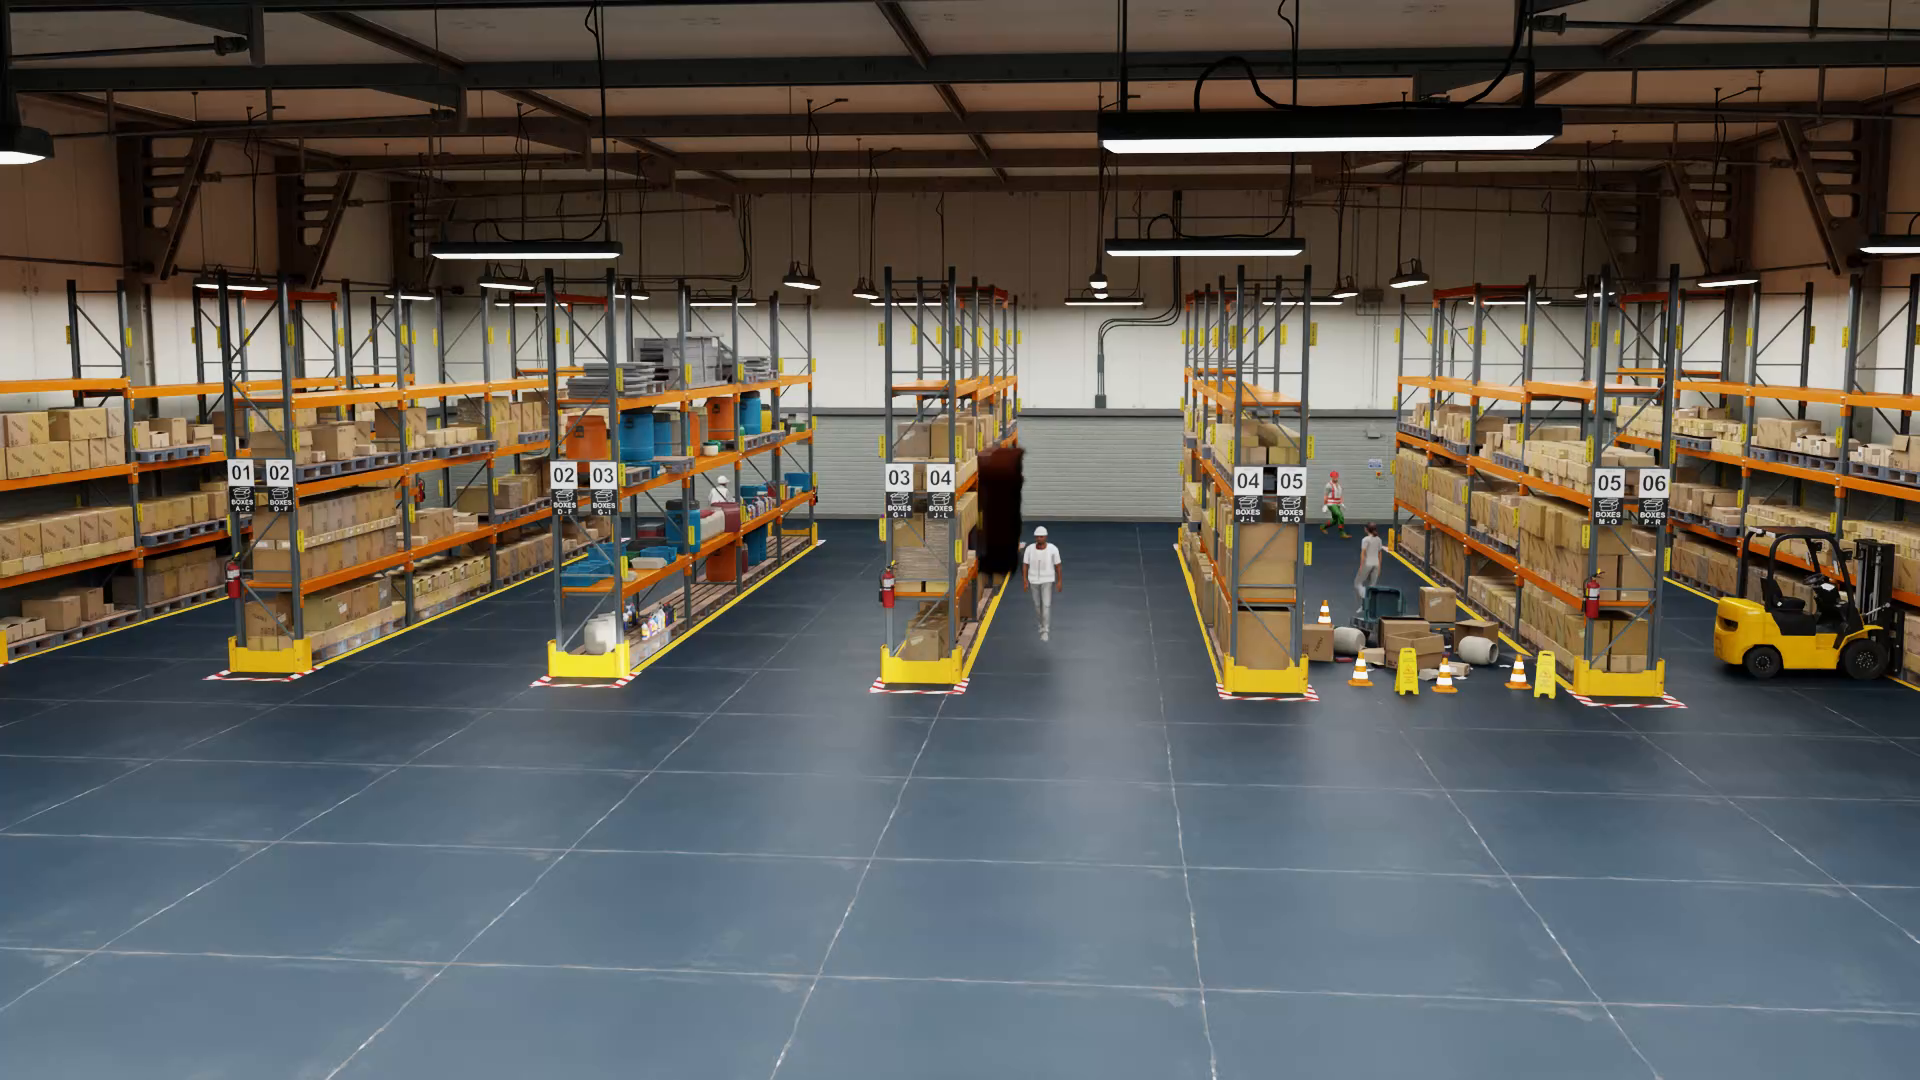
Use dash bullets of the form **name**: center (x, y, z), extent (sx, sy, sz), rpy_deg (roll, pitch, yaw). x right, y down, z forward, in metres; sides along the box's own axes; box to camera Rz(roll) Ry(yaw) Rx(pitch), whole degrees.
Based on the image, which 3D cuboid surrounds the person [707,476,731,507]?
- **person**: center (-5.722, -0.643, 39.397), extent (0.602, 1.748, 0.646), rpy_deg (1, 7, 12)

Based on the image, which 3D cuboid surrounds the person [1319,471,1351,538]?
- **person**: center (9.407, -0.899, 41.758), extent (0.546, 1.674, 1.035), rpy_deg (-6, 9, -39)

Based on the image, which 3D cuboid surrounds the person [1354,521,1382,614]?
- **person**: center (7.462, 0.511, 30.306), extent (0.484, 1.697, 0.388), rpy_deg (-3, 8, -22)

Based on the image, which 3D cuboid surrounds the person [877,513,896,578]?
- **person**: center (-1.338, -0.007, 34.496), extent (0.712, 1.661, 0.715), rpy_deg (2, 7, 15)

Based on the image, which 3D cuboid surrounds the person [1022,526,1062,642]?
- **person**: center (1.257, 0.660, 26.066), extent (0.600, 1.737, 0.874), rpy_deg (3, 7, 20)
